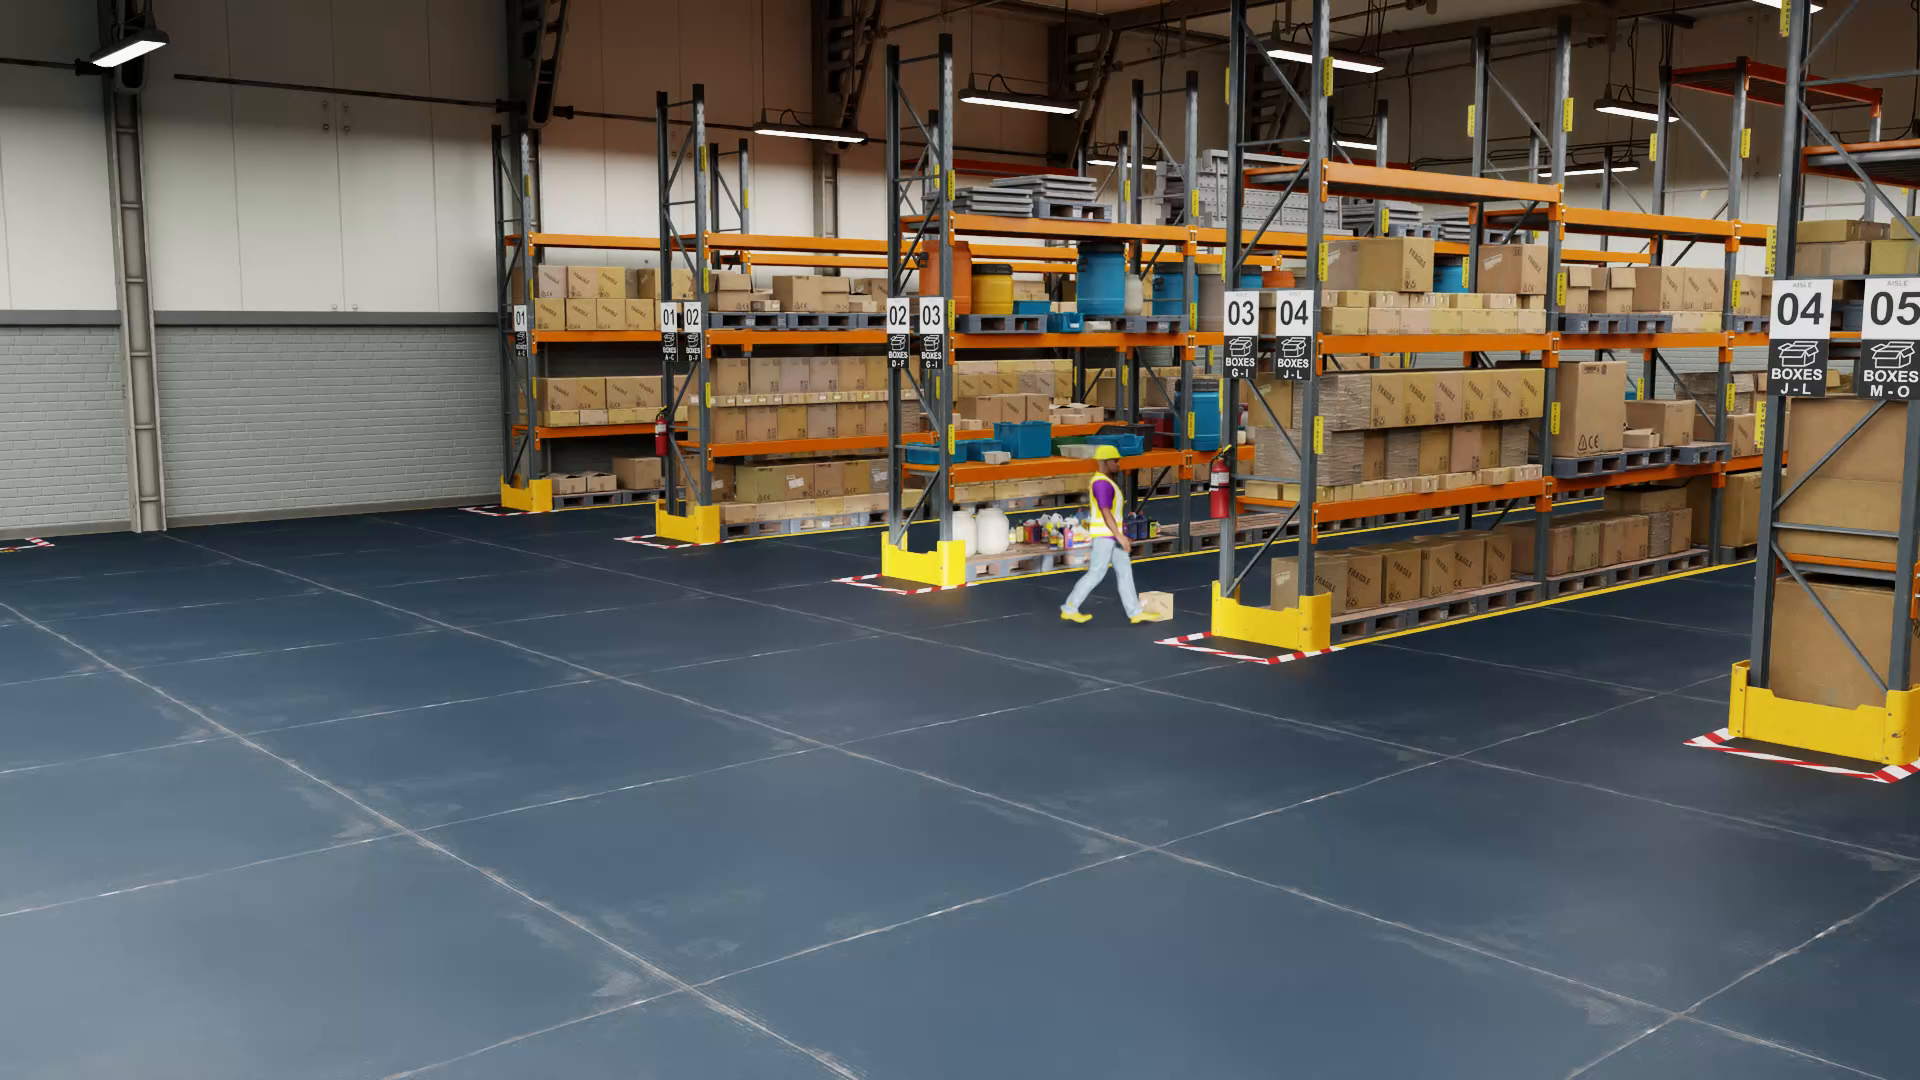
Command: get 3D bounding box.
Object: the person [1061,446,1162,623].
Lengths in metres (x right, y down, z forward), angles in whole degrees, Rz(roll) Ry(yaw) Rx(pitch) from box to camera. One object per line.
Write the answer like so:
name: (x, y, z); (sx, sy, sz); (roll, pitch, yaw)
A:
person: (1.465, -0.041, 16.042); (0.968, 1.736, 0.591); (1, 7, 9)
